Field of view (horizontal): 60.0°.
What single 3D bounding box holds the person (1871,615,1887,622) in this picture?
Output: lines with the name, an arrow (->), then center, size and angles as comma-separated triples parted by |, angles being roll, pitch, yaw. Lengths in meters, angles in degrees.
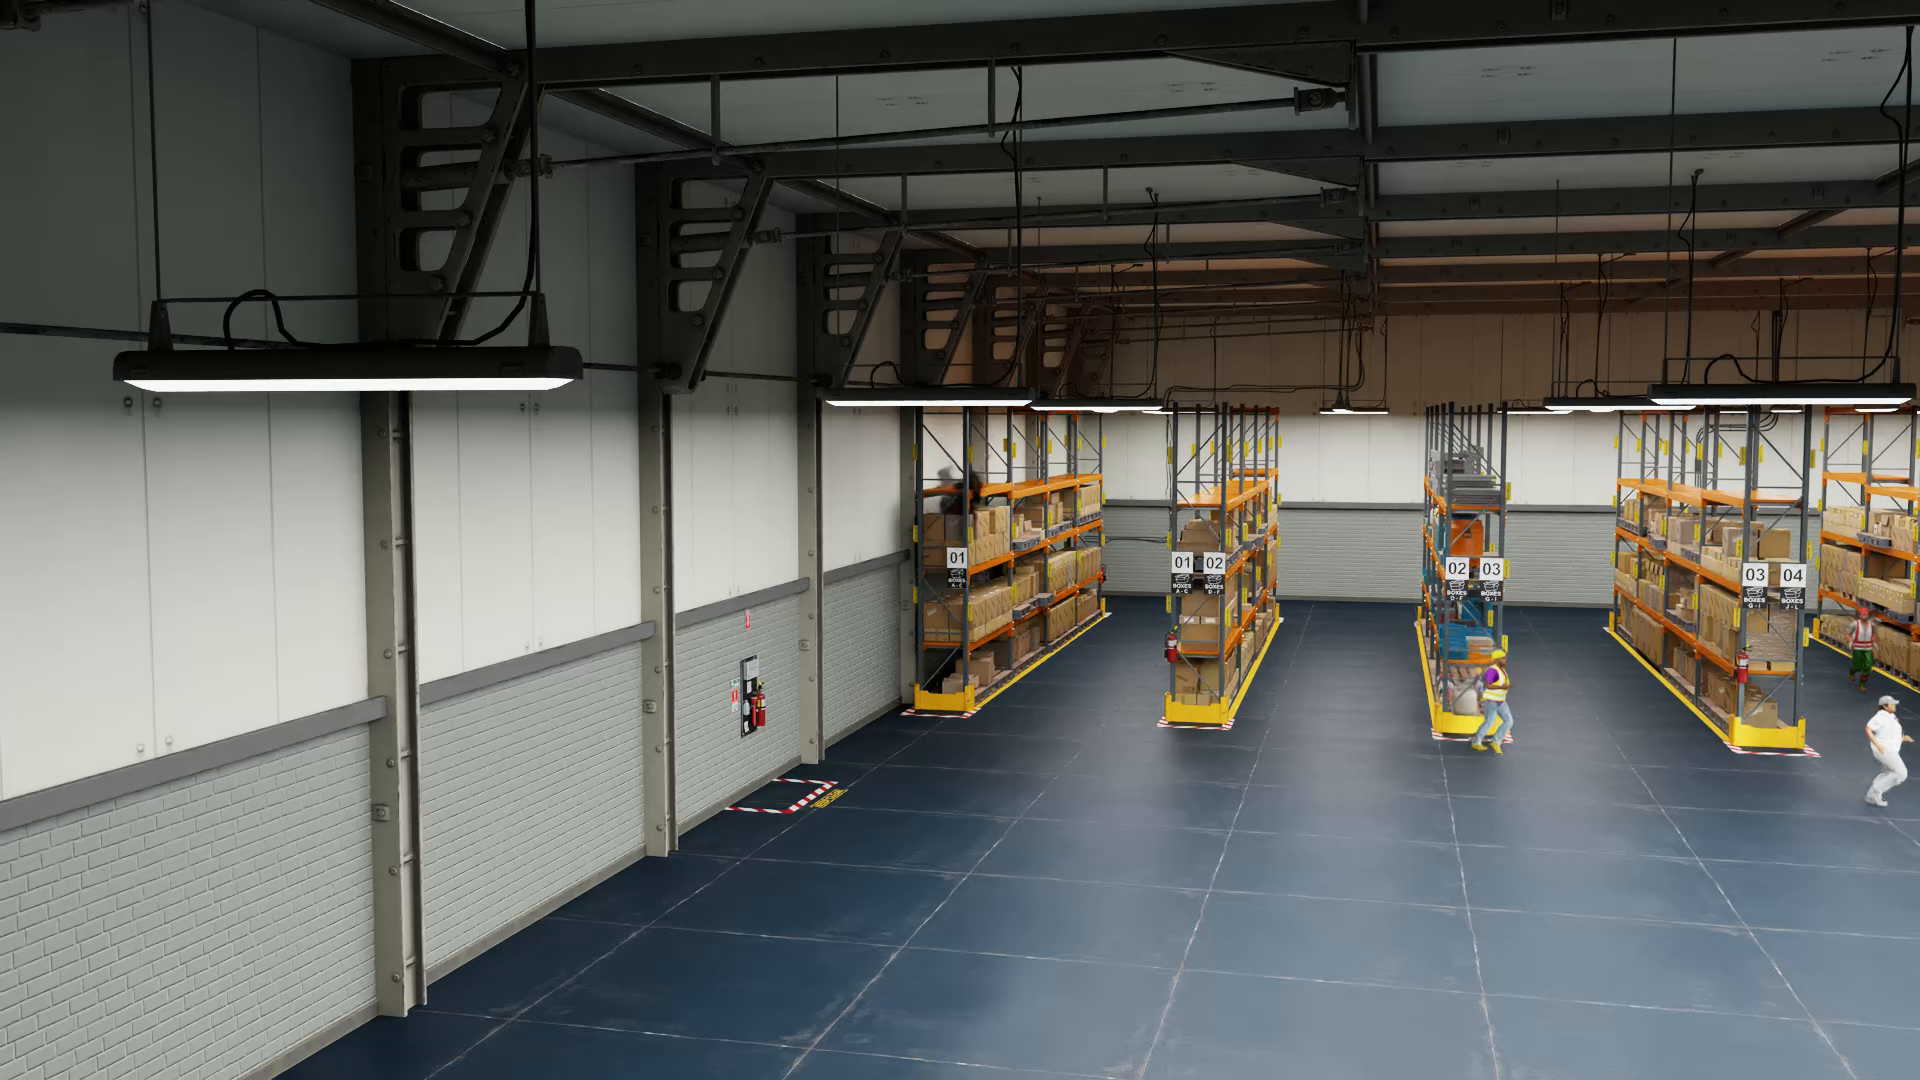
person -> 24.232, 1.655, 43.710 | 0.681, 1.754, 0.593 | 0, 4, -6

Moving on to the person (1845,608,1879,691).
person -> 18.939, 2.279, 34.937 | 0.646, 1.738, 0.711 | 1, 4, 12

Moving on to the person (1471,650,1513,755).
person -> 9.135, 2.770, 28.304 | 0.696, 1.806, 0.720 | -4, 6, -44

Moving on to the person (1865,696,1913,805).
person -> 13.630, 3.099, 24.388 | 0.591, 1.629, 0.589 | 3, 5, 38
